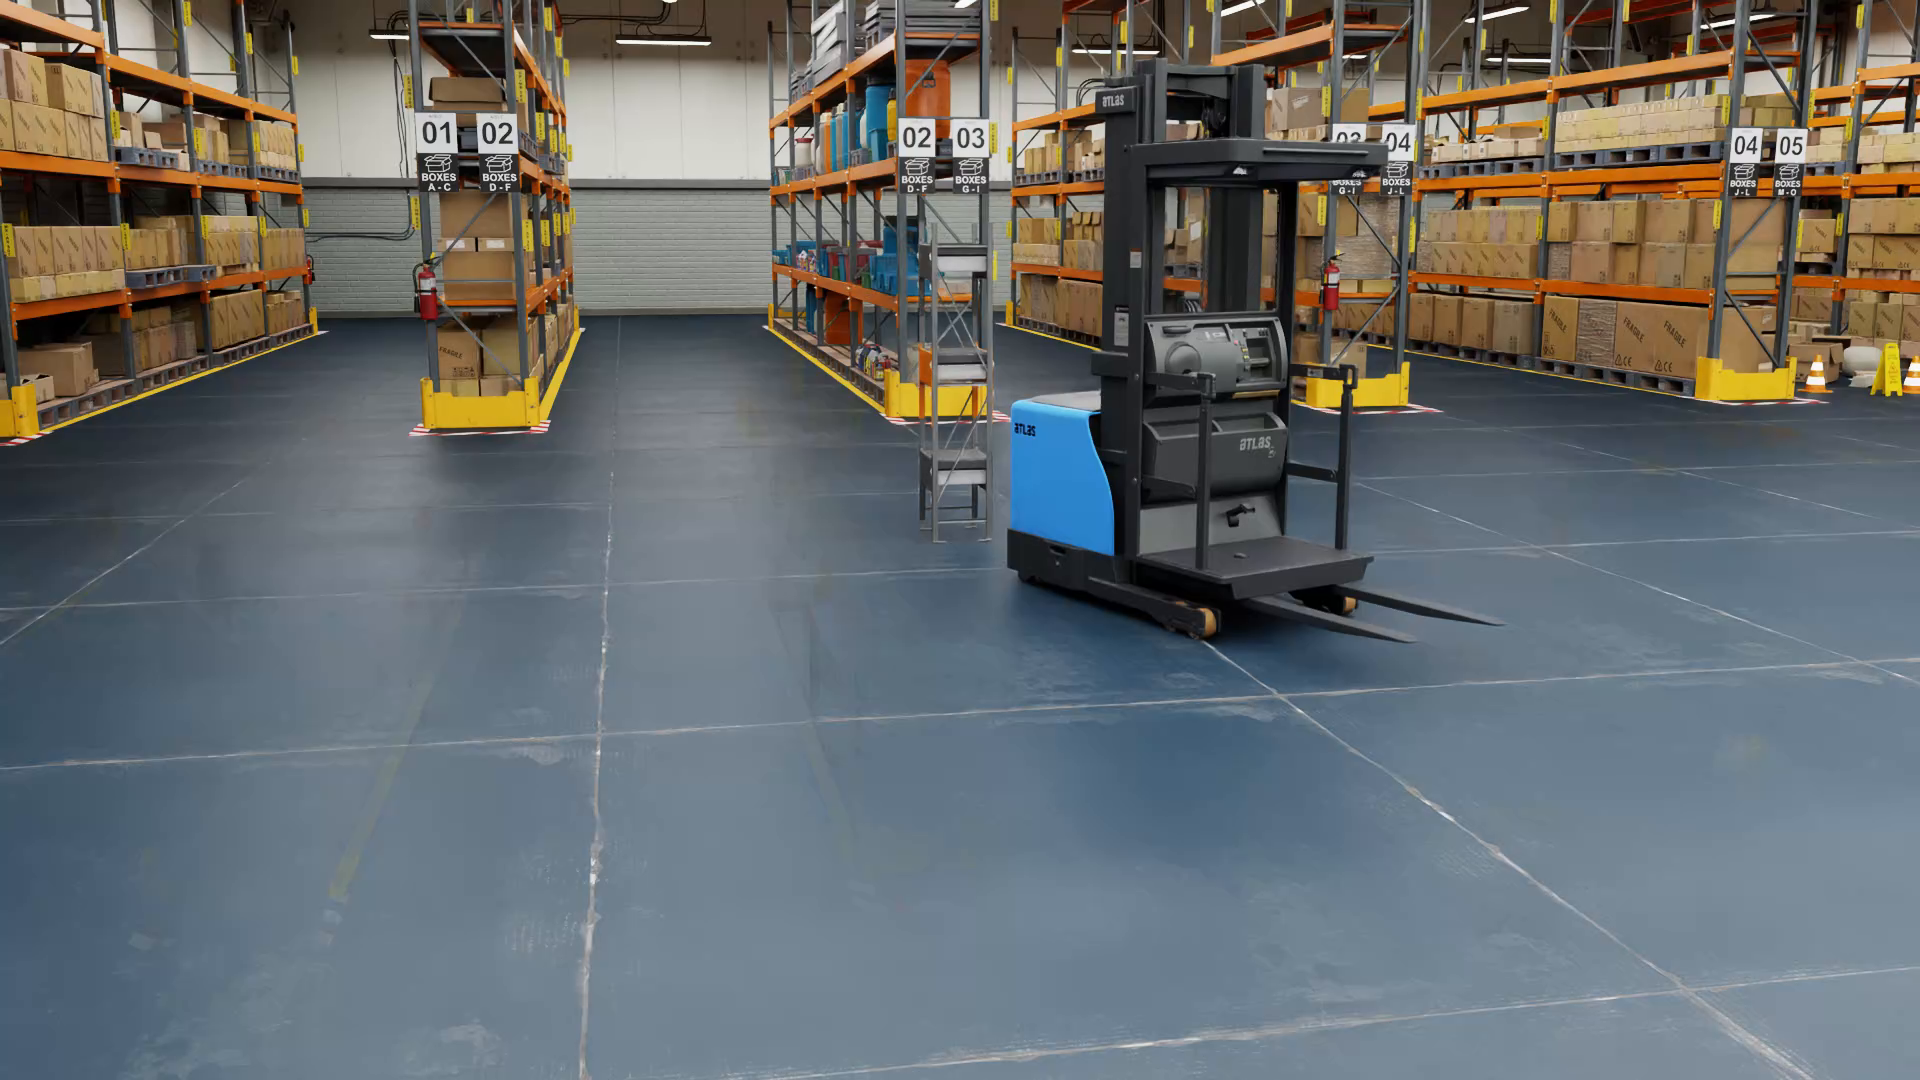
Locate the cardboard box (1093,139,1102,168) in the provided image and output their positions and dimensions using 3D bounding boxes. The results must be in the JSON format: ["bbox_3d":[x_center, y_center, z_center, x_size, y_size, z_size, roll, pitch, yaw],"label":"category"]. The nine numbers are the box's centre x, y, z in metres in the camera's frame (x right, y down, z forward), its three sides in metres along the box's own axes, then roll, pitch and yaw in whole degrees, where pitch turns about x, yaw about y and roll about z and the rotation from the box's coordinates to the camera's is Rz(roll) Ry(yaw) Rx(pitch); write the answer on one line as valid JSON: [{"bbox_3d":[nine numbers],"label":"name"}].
[{"bbox_3d":[2.700,-6.618,28.523,0.797,0.503,0.637,-2,11,-12],"label":"cardboard box"}]

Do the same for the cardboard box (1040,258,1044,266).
[{"bbox_3d":[1.759,-5.356,31.989,0.380,0.149,0.250,-2,11,-10],"label":"cardboard box"}]

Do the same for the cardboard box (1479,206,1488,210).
[{"bbox_3d":[11.209,-6.980,35.170,0.380,0.149,0.250,-2,11,-13],"label":"cardboard box"}]

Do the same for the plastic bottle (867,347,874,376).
[{"bbox_3d":[-1.092,-2.239,20.845,0.144,0.351,0.185,-2,11,-11],"label":"plastic bottle"}]

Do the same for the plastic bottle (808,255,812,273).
[{"bbox_3d":[-2.459,-4.544,27.362,0.061,0.283,0.133,-2,11,-11],"label":"plastic bottle"}]

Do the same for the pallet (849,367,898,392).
[{"bbox_3d":[-0.872,-2.105,21.693,1.003,0.211,1.213,-2,11,-11],"label":"pallet"}]

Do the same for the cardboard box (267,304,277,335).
[{"bbox_3d":[-12.280,-3.826,28.838,0.700,0.500,0.500,-2,11,-10],"label":"cardboard box"}]

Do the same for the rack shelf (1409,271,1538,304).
[{"bbox_3d":[8.392,-3.955,25.878,1.077,0.370,4.000,-2,11,-11],"label":"rack shelf"}]

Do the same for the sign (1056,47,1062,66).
[{"bbox_3d":[1.791,-8.715,29.997,0.100,0.325,0.005,-2,11,-11],"label":"sign"}]

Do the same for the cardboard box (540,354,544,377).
[{"bbox_3d":[-5.517,-2.199,20.957,0.500,0.250,0.500,-2,11,-11],"label":"cardboard box"}]

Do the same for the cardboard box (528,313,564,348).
[{"bbox_3d":[-6.407,-3.236,25.685,0.500,0.500,0.500,-2,11,-9],"label":"cardboard box"}]

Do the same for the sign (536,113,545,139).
[{"bbox_3d":[-5.277,-5.207,20.916,0.100,0.325,0.005,-2,11,-11],"label":"sign"}]

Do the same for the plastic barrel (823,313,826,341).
[{"bbox_3d":[-2.049,-3.507,27.130,0.421,0.512,0.421,0,11,0],"label":"plastic barrel"}]

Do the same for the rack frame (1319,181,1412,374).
[{"bbox_3d":[4.675,-3.046,19.179,1.000,3.000,0.127,-2,11,-11],"label":"rack frame"}]

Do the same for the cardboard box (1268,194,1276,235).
[{"bbox_3d":[4.128,-4.008,20.494,0.500,0.500,0.500,-2,11,-11],"label":"cardboard box"}]

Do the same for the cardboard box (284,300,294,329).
[{"bbox_3d":[-12.583,-4.110,30.330,0.700,0.500,0.500,-2,11,-13],"label":"cardboard box"}]

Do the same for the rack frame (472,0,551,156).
[{"bbox_3d":[-6.599,-7.101,24.438,1.000,3.000,0.127,-2,11,-11],"label":"rack frame"}]

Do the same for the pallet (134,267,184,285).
[{"bbox_3d":[-11.032,-3.517,22.167,1.003,0.211,1.213,-2,11,-11],"label":"pallet"}]

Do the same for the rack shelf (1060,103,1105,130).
[{"bbox_3d":[2.730,-7.278,28.359,1.077,0.370,4.000,-2,11,-11],"label":"rack shelf"}]

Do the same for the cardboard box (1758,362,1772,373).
[{"bbox_3d":[10.922,-2.350,22.835,0.396,0.266,0.258,0,11,-1],"label":"cardboard box"}]

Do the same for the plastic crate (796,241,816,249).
[{"bbox_3d":[-3.047,-5.793,33.354,0.616,0.435,0.499,-2,11,-11],"label":"plastic crate"}]

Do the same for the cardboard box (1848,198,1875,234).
[{"bbox_3d":[13.490,-4.738,24.331,0.700,0.500,0.500,-2,11,-12],"label":"cardboard box"}]

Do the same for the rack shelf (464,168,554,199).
[{"bbox_3d":[-6.210,-4.907,22.858,1.077,0.370,4.000,-2,11,-11],"label":"rack shelf"}]

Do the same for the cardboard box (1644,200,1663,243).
[{"bbox_3d":[9.352,-4.087,21.357,0.875,0.550,0.550,-2,11,-11],"label":"cardboard box"}]

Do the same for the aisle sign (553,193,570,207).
[{"bbox_3d":[-7.868,-6.922,32.589,0.394,0.787,0.004,-2,11,-11],"label":"aisle sign"}]

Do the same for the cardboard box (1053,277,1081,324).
[{"bbox_3d":[2.291,-4.534,31.553,0.875,0.875,0.875,-2,11,-11],"label":"cardboard box"}]

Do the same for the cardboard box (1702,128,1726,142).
[{"bbox_3d":[9.162,-4.862,19.979,0.380,0.149,0.250,-2,11,-11],"label":"cardboard box"}]

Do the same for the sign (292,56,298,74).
[{"bbox_3d":[-12.479,-8.902,31.192,0.100,0.325,0.005,-2,11,-11],"label":"sign"}]

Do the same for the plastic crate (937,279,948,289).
[{"bbox_3d":[-0.398,-3.182,20.595,0.530,0.136,0.437,-2,11,-11],"label":"plastic crate"}]

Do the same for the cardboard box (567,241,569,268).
[{"bbox_3d":[-7.312,-5.134,29.880,0.500,0.500,0.500,-2,11,-10],"label":"cardboard box"}]

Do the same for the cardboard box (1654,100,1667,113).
[{"bbox_3d":[8.965,-5.441,20.887,0.380,0.149,0.250,-2,11,-11],"label":"cardboard box"}]

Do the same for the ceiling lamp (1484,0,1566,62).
[{"bbox_3d":[13.347,-12.744,38.473,2.000,3.185,0.800,-2,11,-11],"label":"ceiling lamp"}]

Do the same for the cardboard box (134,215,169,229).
[{"bbox_3d":[-11.800,-4.620,24.327,0.500,0.250,0.500,-2,11,-9],"label":"cardboard box"}]

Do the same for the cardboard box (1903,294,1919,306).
[{"bbox_3d":[13.590,-3.396,23.508,0.380,0.149,0.250,-1,11,-8],"label":"cardboard box"}]

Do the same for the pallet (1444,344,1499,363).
[{"bbox_3d":[8.317,-2.935,26.052,1.003,0.211,1.213,-2,11,-11],"label":"pallet"}]

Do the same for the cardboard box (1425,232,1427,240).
[{"bbox_3d":[8.103,-5.143,28.153,0.380,0.149,0.250,-2,11,-11],"label":"cardboard box"}]

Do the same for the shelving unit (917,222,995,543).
[{"bbox_3d":[-0.032,-1.062,11.160,0.431,2.100,0.503,-2,11,-11],"label":"shelving unit"}]

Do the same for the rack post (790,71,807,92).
[{"bbox_3d":[-2.385,-7.821,28.424,0.937,0.300,0.954,-2,11,-12],"label":"rack post"}]

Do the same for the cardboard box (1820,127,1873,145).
[{"bbox_3d":[13.380,-6.094,25.109,0.500,0.250,0.500,-2,11,-10],"label":"cardboard box"}]

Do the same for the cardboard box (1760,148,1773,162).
[{"bbox_3d":[13.164,-6.119,27.027,0.797,0.503,0.637,-2,11,-11],"label":"cardboard box"}]

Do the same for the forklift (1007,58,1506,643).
[{"bbox_3d":[1.504,-1.029,8.762,1.130,2.935,3.031,-7,13,-32],"label":"forklift"}]

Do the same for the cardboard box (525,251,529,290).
[{"bbox_3d":[-5.620,-3.292,20.202,0.700,0.500,0.500,-2,11,-12],"label":"cardboard box"}]

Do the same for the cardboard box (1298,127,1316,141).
[{"bbox_3d":[4.218,-4.780,19.599,0.380,0.149,0.250,-3,11,-13],"label":"cardboard box"}]

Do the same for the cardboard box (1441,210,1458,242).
[{"bbox_3d":[8.181,-5.040,26.714,0.700,0.500,0.500,-2,11,-12],"label":"cardboard box"}]

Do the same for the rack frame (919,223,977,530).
[{"bbox_3d":[-0.080,-1.107,11.395,0.400,2.100,0.015,-2,11,-11],"label":"rack frame"}]

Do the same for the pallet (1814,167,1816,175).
[{"bbox_3d":[13.397,-5.829,26.278,1.213,0.211,1.003,-2,11,-11],"label":"pallet"}]

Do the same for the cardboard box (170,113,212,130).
[{"bbox_3d":[-12.071,-6.547,26.100,0.500,0.250,0.500,-2,11,-13],"label":"cardboard box"}]

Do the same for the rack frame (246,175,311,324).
[{"bbox_3d":[-13.014,-5.440,31.757,1.000,3.000,0.127,-2,11,-11],"label":"rack frame"}]

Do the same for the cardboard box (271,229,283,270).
[{"bbox_3d":[-12.462,-5.088,29.105,0.980,0.700,0.700,-2,11,-12],"label":"cardboard box"}]

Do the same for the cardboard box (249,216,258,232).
[{"bbox_3d":[-11.894,-5.204,27.393,0.500,0.250,0.500,-2,11,-10],"label":"cardboard box"}]

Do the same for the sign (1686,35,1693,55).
[{"bbox_3d":[12.296,-8.337,28.009,0.100,0.325,0.005,-2,11,-11],"label":"sign"}]

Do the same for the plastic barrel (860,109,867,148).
[{"bbox_3d":[-1.071,-5.248,21.304,0.421,0.512,0.421,0,11,0],"label":"plastic barrel"}]

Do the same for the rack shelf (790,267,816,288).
[{"bbox_3d":[-2.129,-4.347,27.936,1.077,0.370,4.000,-2,11,-11],"label":"rack shelf"}]

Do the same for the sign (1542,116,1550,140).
[{"bbox_3d":[8.251,-5.802,23.412,0.100,0.325,0.005,-2,11,-11],"label":"sign"}]

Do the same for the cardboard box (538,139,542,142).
[{"bbox_3d":[-7.199,-6.449,27.376,0.600,0.600,0.600,-2,11,-12],"label":"cardboard box"}]
